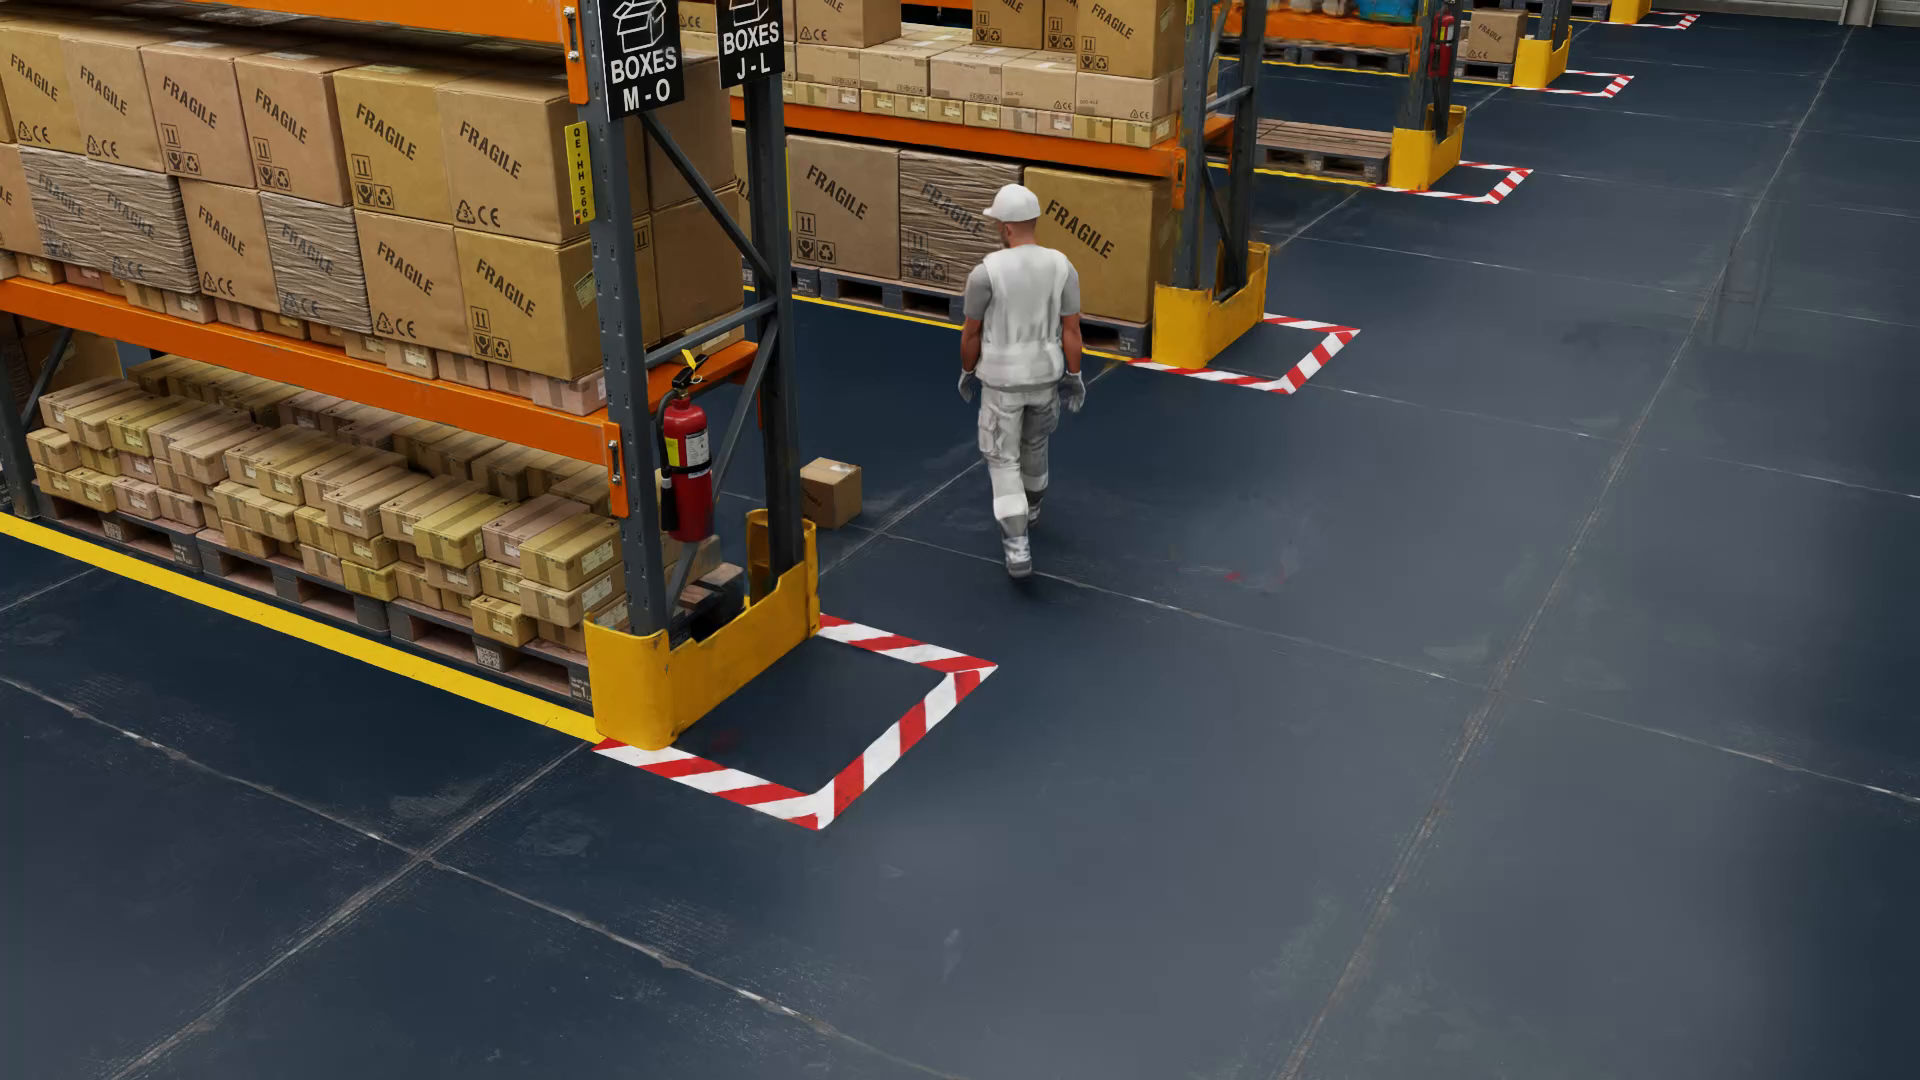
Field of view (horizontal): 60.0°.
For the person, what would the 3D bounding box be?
[{"bbox_3d":[0.279,-0.750,7.621,0.574,1.755,0.934,-7,27,-14],"label":"person"}]
